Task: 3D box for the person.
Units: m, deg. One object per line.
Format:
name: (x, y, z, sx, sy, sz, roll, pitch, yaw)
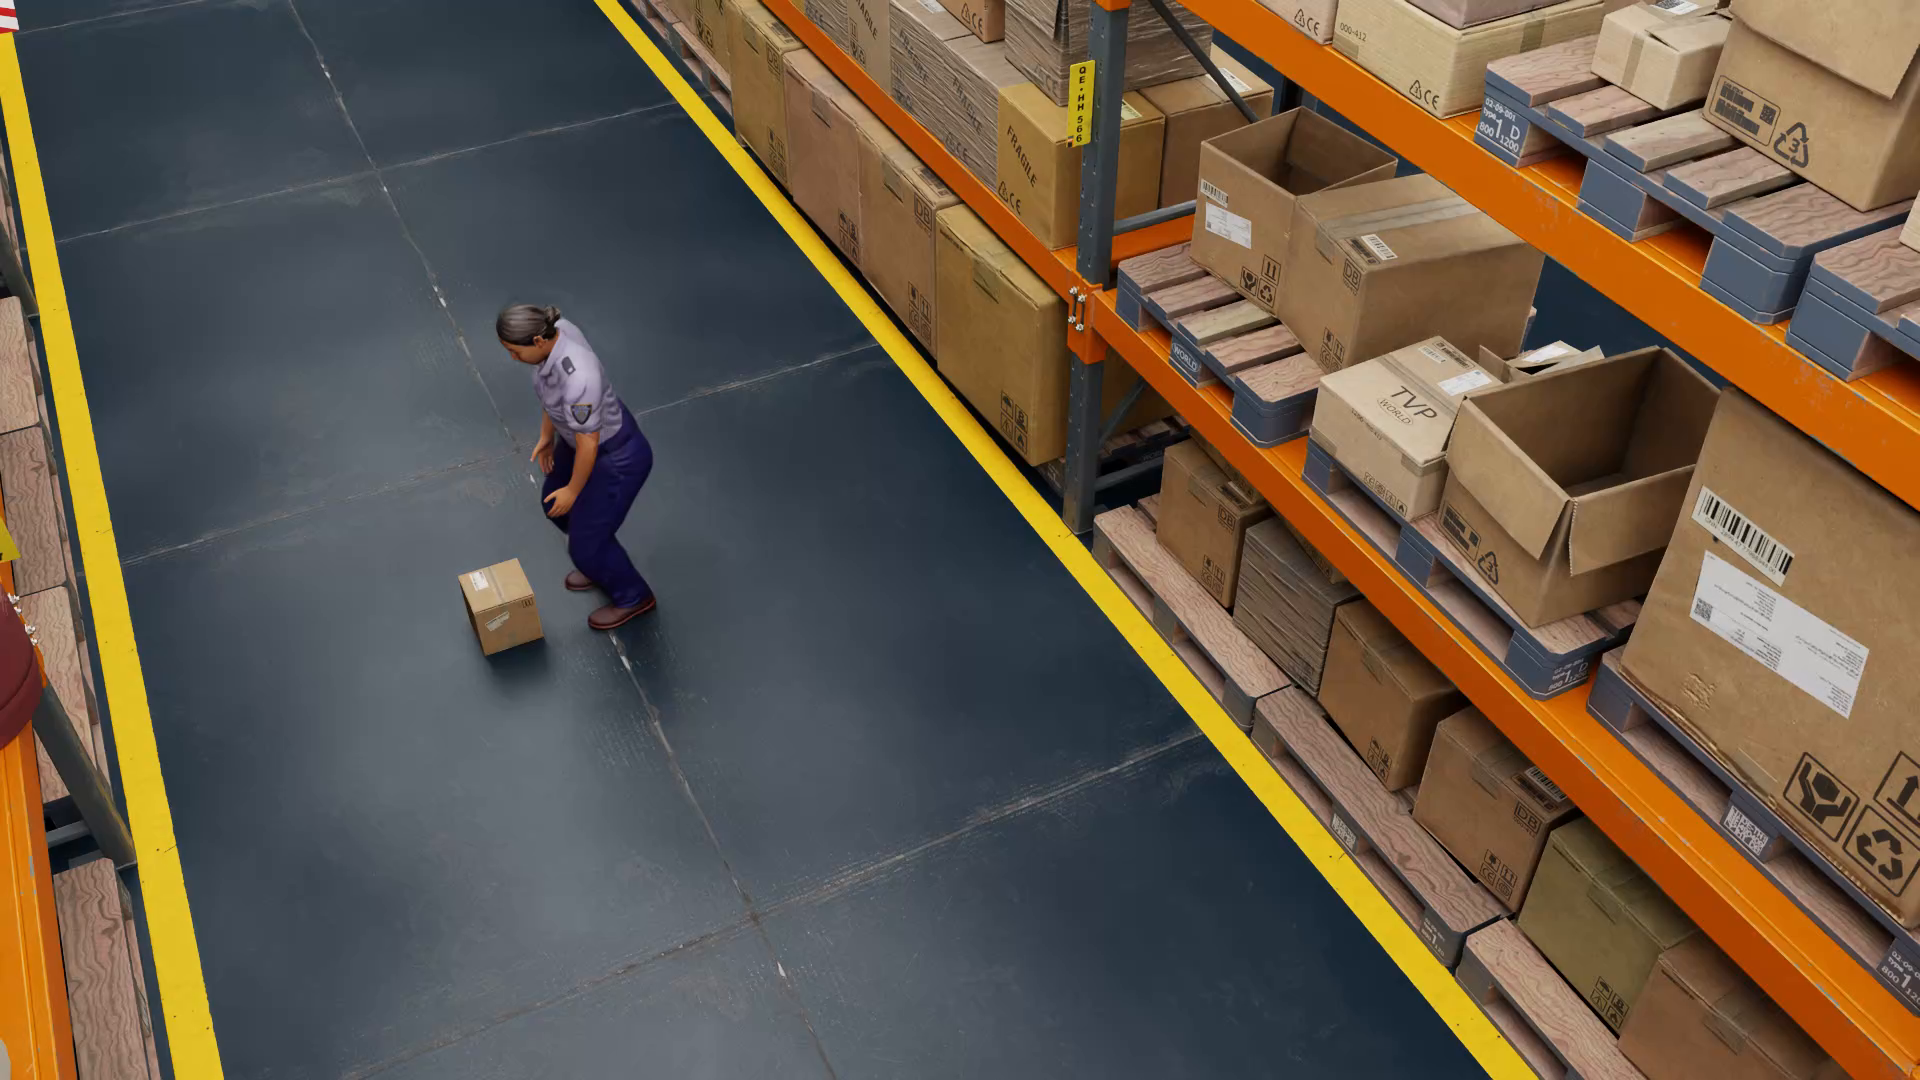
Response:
person: (-1.476, -0.319, 6.618, 0.485, 1.546, 0.515, -18, 45, -19)
